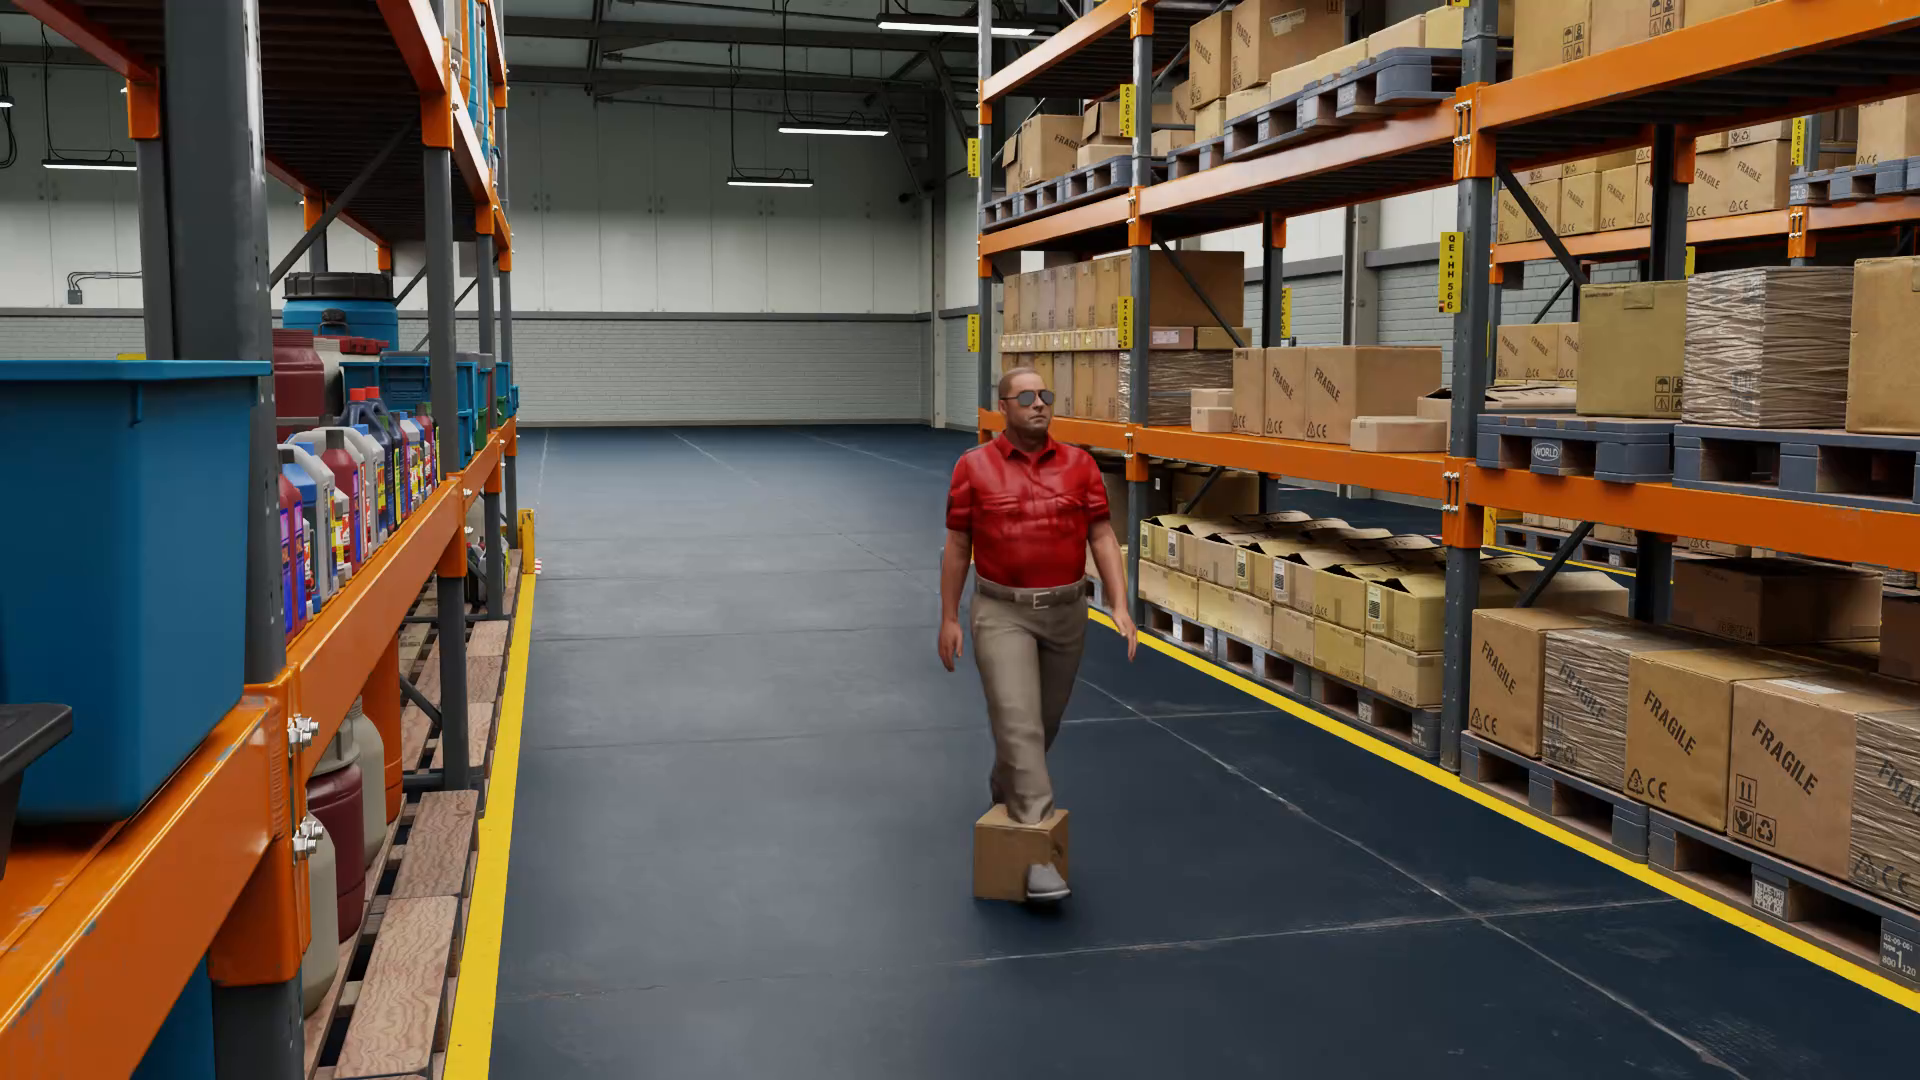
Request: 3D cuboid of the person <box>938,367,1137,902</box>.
[{"bbox_3d":[0.266,0.263,5.550,0.579,1.671,1.037,-2,6,-19],"label":"person"}]
